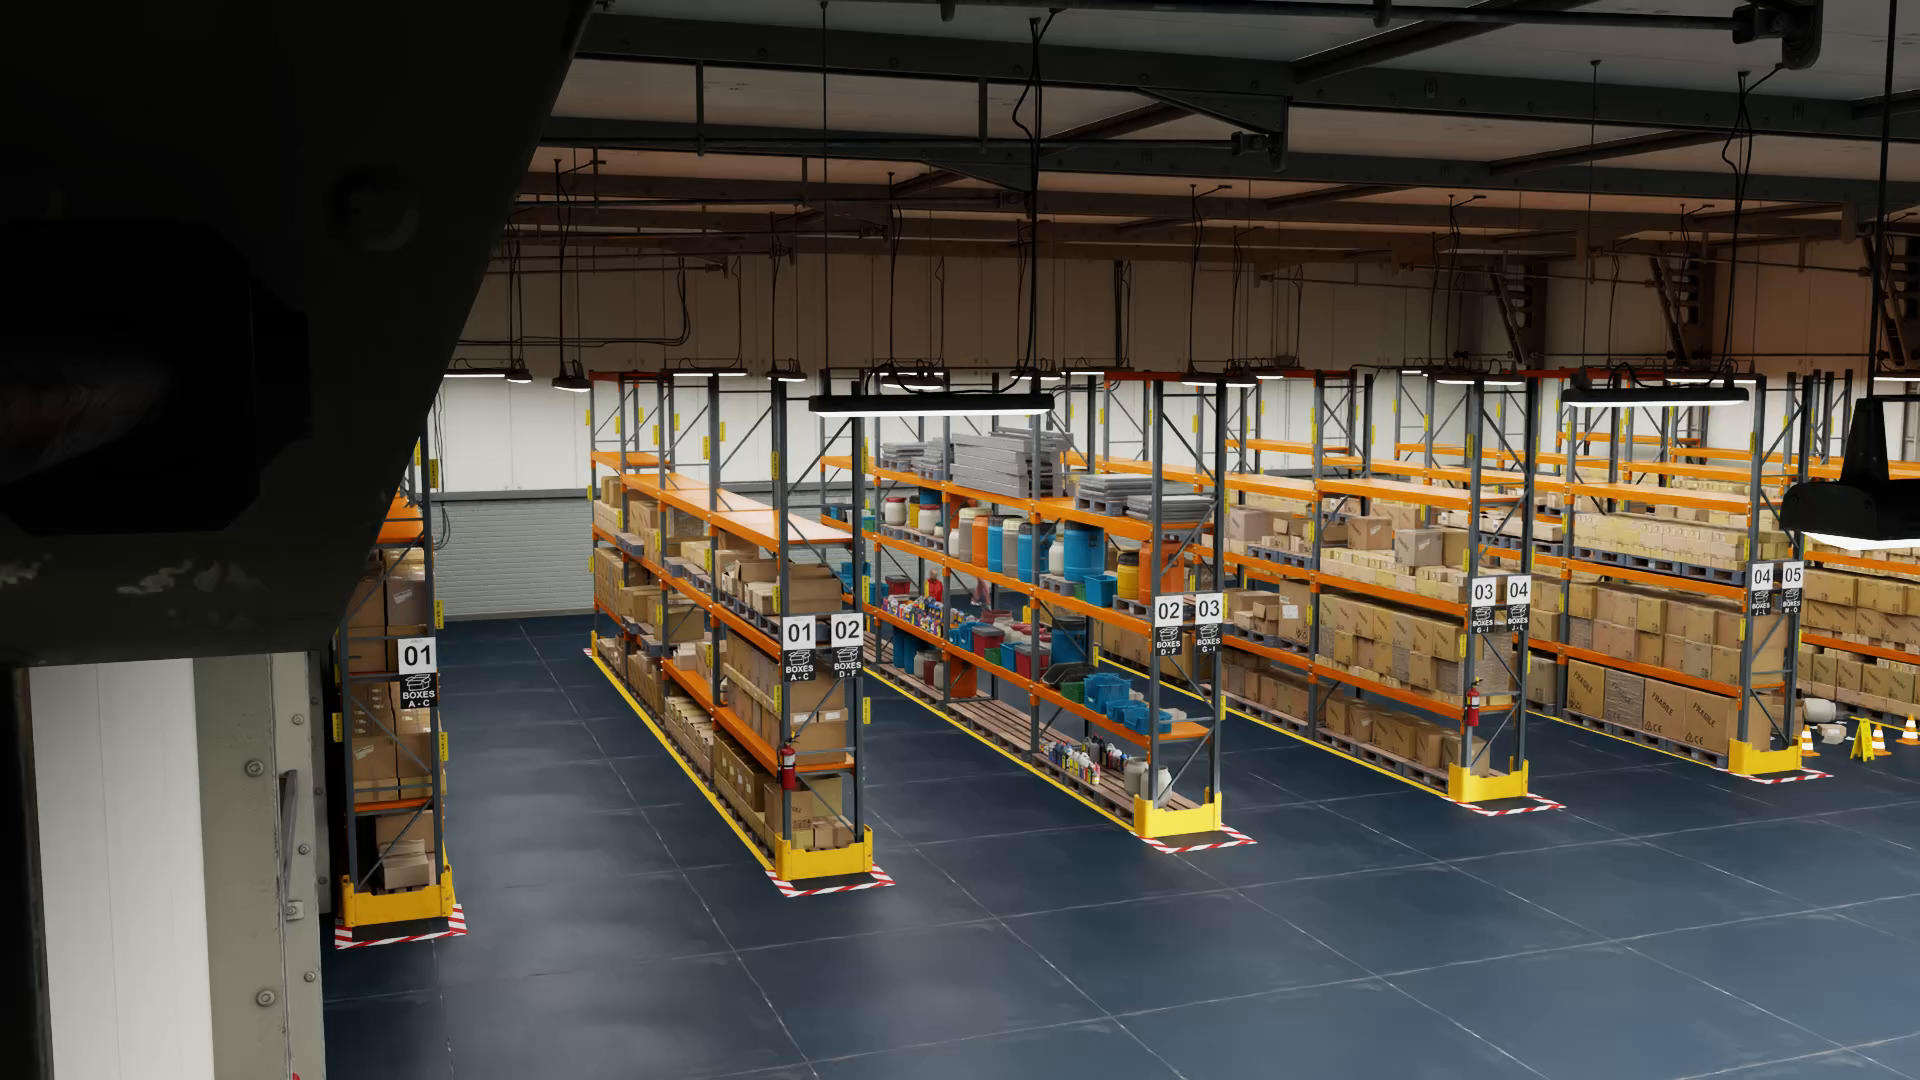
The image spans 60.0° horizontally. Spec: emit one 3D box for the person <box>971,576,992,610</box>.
[{"bbox_3d":[0.617,0.884,41.562,0.860,1.682,0.453,5,8,36],"label":"person"}]

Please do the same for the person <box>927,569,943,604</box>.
[{"bbox_3d":[-0.577,1.464,36.114,0.597,1.663,1.099,-3,7,-24],"label":"person"}]

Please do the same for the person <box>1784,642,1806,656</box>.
[{"bbox_3d":[17.337,1.689,34.602,0.489,1.657,0.695,-4,8,-32],"label":"person"}]
